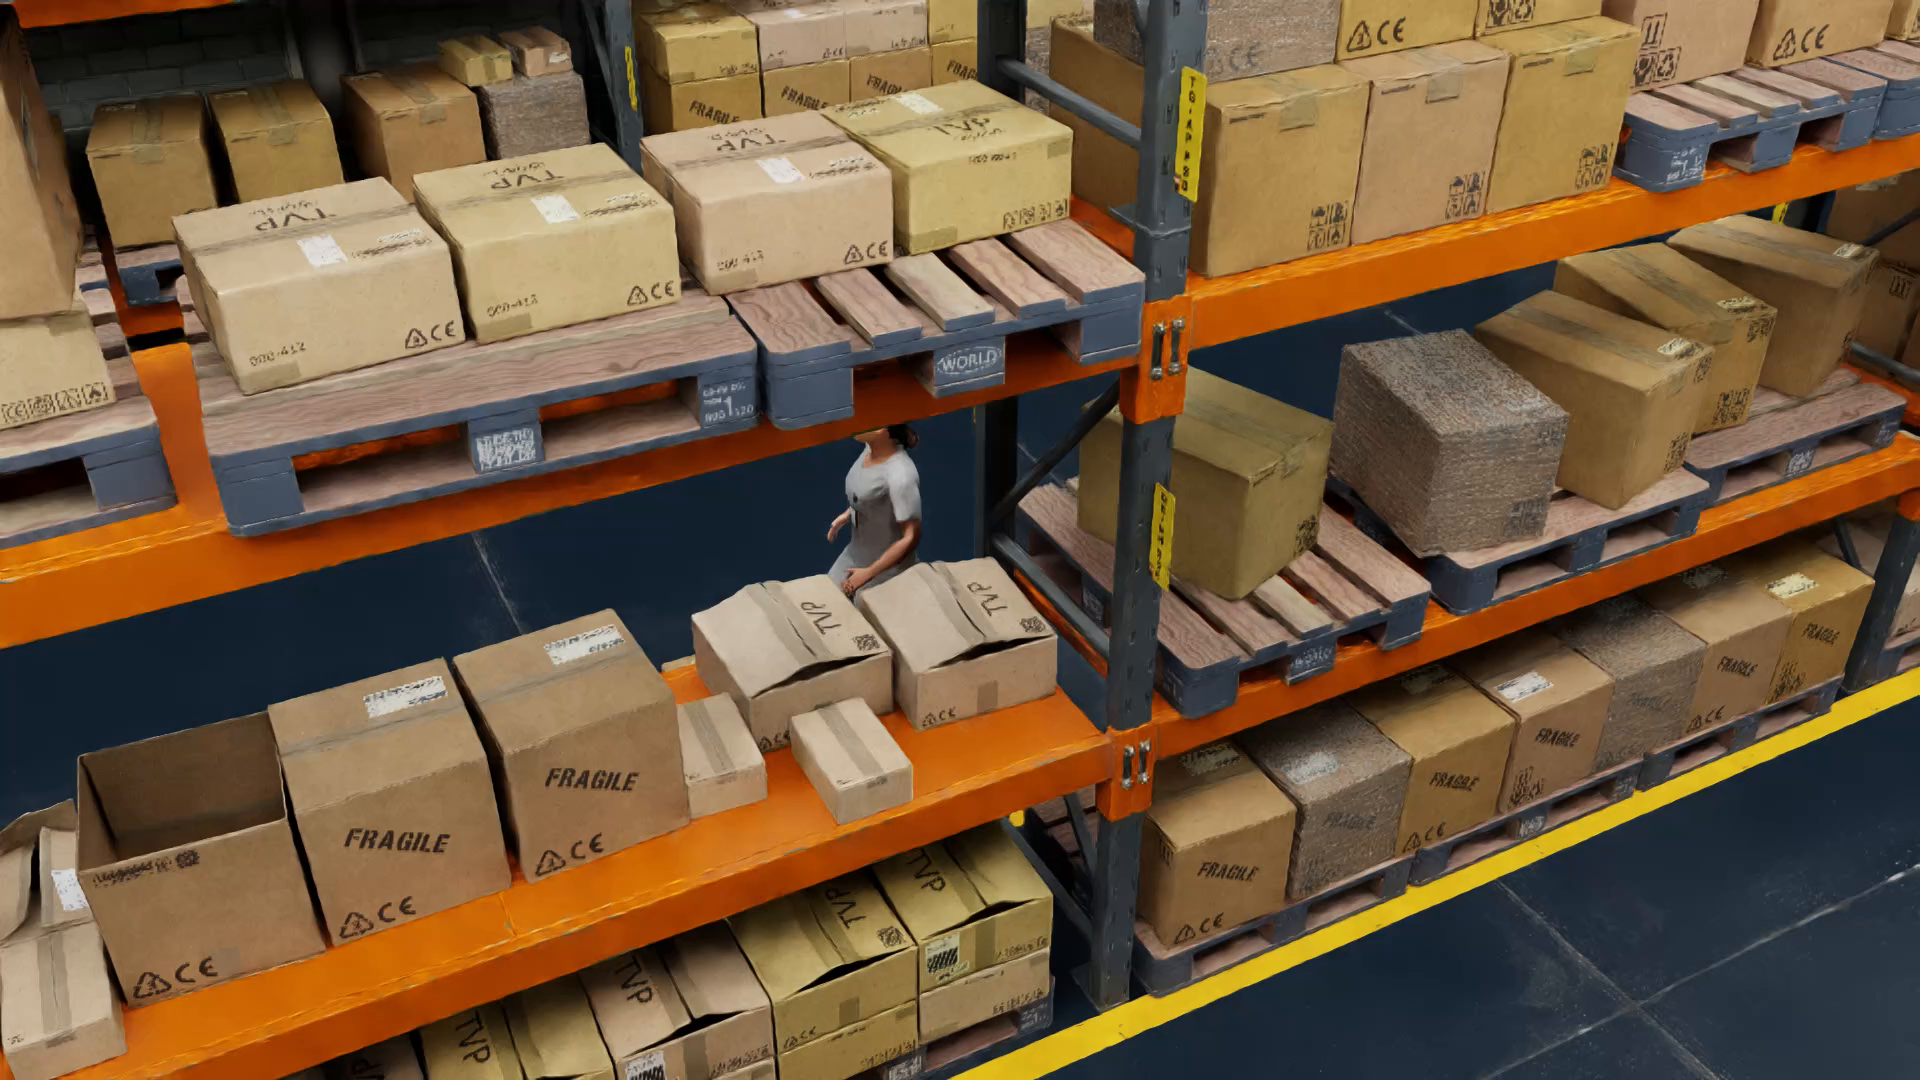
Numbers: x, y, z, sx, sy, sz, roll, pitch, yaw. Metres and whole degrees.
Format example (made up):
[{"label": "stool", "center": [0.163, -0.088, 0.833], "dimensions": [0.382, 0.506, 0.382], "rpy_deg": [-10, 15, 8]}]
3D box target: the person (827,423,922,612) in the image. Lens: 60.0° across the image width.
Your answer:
[{"label": "person", "center": [-0.378, 0.115, 7.002], "dimensions": [0.473, 1.641, 0.624], "rpy_deg": [-14, 36, -20]}]
